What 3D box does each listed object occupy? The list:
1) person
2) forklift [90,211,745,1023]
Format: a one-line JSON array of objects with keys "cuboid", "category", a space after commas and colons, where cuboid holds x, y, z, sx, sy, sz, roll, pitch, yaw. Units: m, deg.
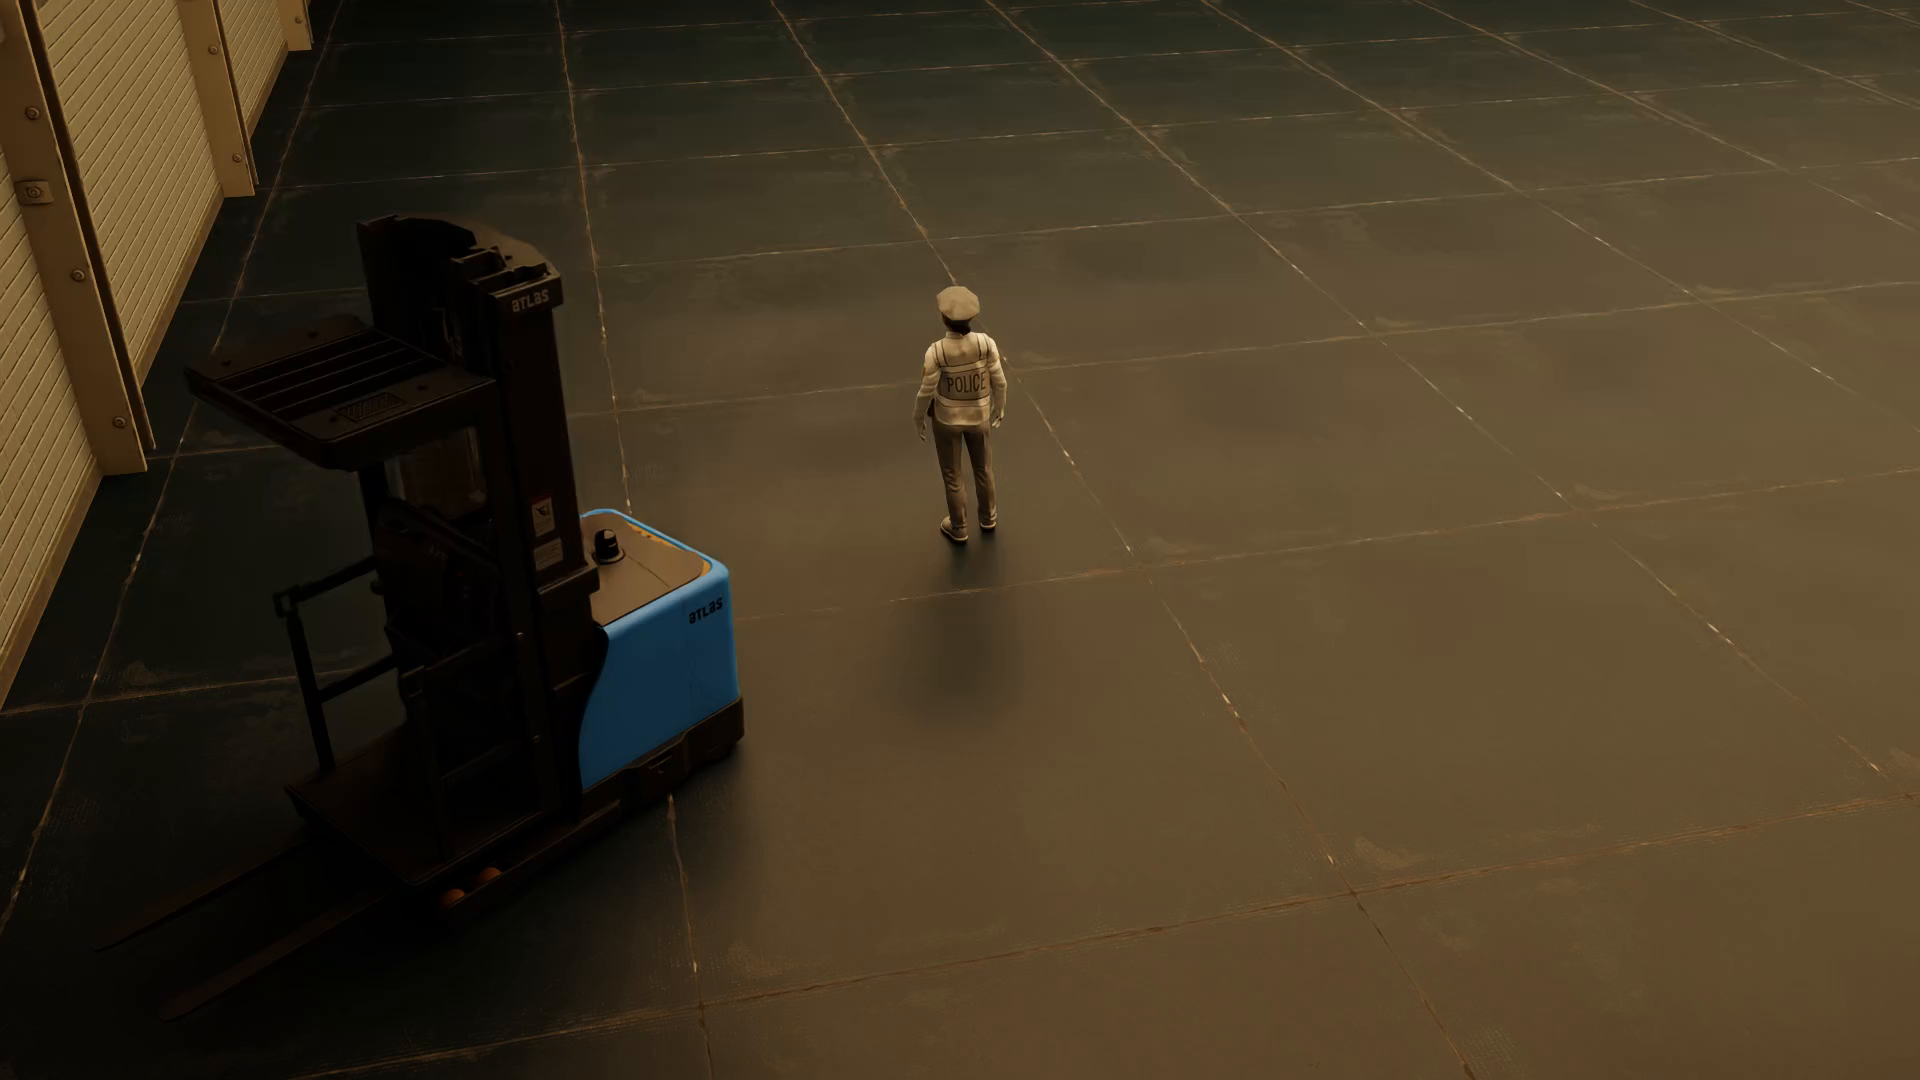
[{"cuboid": [-0.009, -0.774, 10.131, 0.586, 1.694, 0.530, -7, 31, -12], "category": "person"}, {"cuboid": [-2.461, 0.187, 7.252, 1.130, 2.935, 3.031, 24, 38, 35], "category": "forklift"}]
